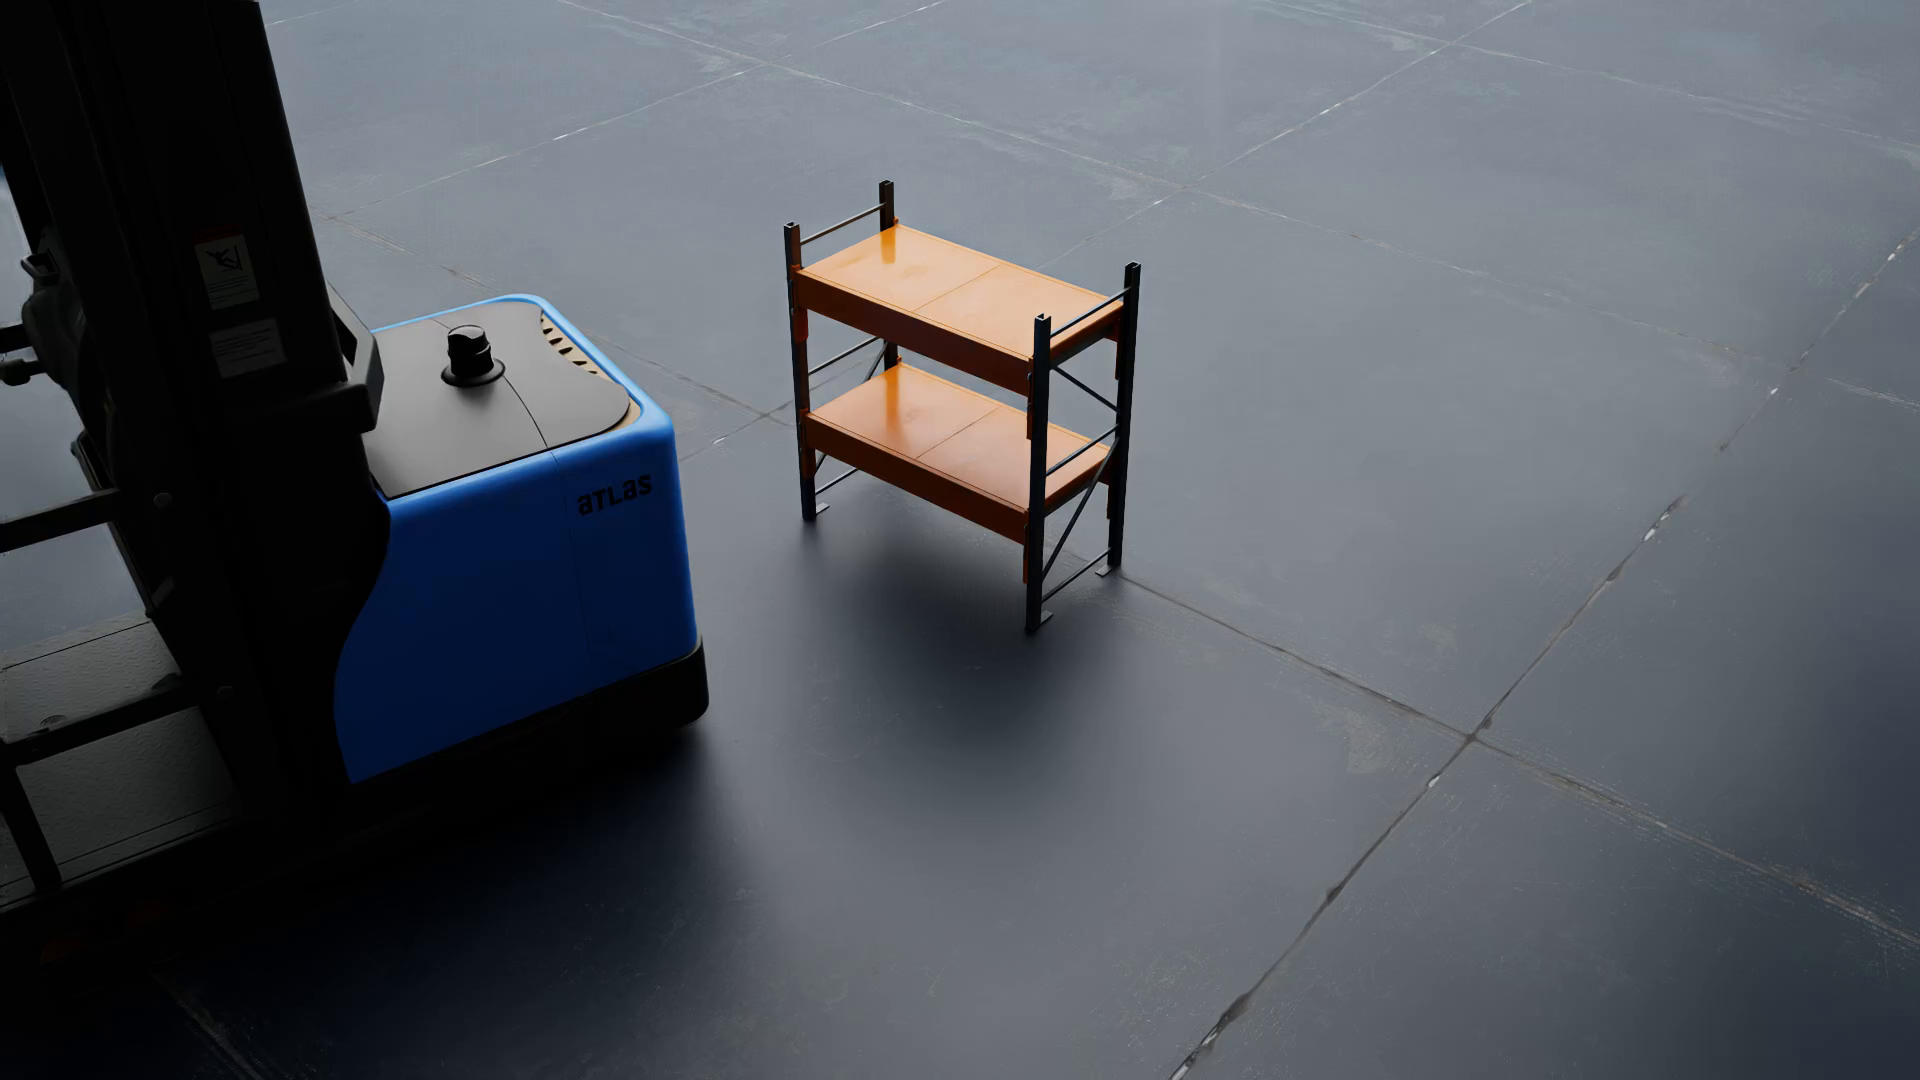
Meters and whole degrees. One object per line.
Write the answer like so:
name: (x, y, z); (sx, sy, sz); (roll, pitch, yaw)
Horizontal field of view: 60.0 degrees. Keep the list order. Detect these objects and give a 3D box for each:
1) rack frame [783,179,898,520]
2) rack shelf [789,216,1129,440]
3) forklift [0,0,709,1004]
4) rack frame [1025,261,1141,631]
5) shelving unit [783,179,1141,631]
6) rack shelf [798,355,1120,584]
rack frame: (-0.396, -0.650, 5.808); (0.032, 1.125, 0.500); (25, 42, 32)
rack shelf: (-0.005, -0.707, 5.374); (1.000, 0.278, 0.538); (25, 42, 32)
forklift: (-2.262, -0.403, 3.852); (3.031, 2.935, 1.130); (-21, 40, -28)
rack frame: (0.385, -0.282, 5.272); (0.032, 1.125, 0.500); (25, 42, 32)
shelving unit: (-0.005, -0.466, 5.540); (1.048, 1.125, 0.538); (25, 42, 32)
rack shelf: (-0.005, -0.265, 5.678); (1.000, 0.278, 0.538); (25, 42, 32)
